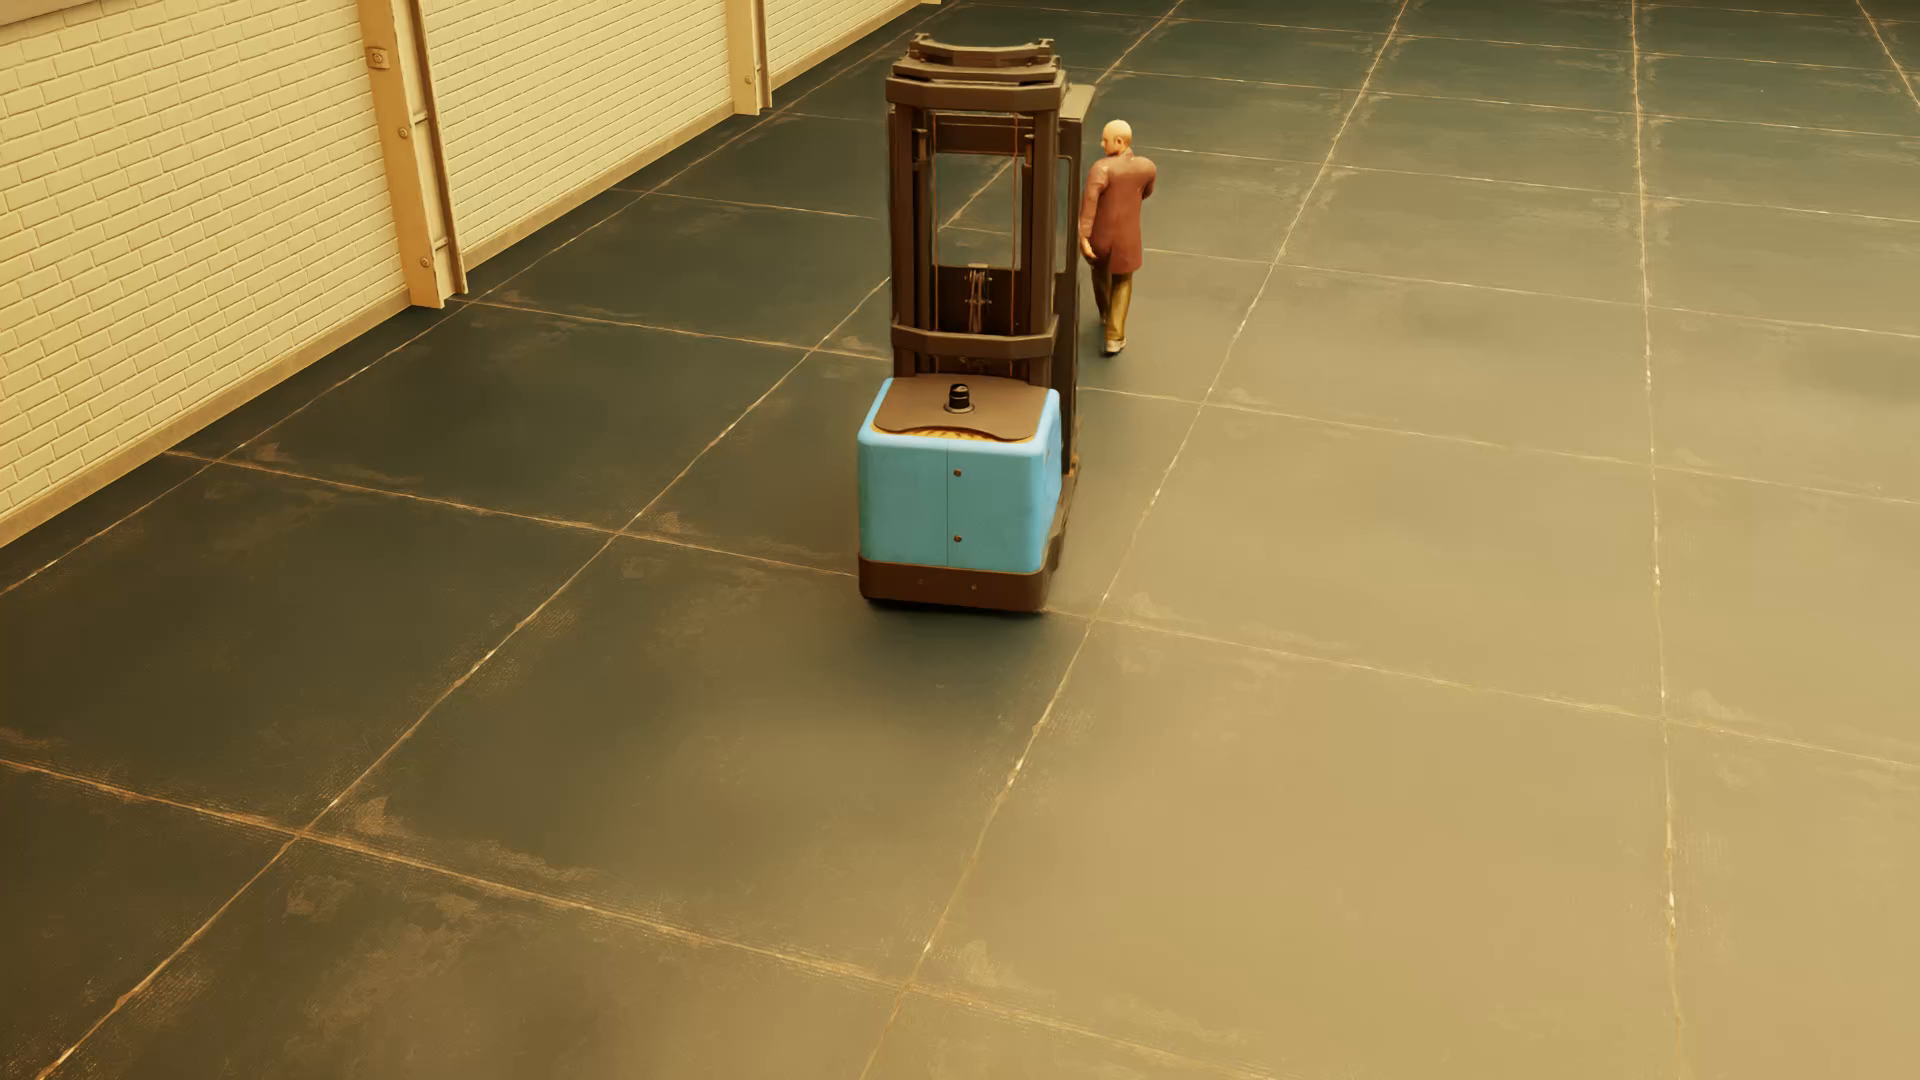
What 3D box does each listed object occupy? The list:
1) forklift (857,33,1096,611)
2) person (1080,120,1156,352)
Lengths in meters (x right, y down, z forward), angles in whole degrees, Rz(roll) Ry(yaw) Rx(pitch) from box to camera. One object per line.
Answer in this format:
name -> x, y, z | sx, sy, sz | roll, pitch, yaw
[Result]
forklift -> 0.185, -1.587, 9.921 | 1.130, 2.935, 3.031 | 5, 30, 8
person -> 1.136, -2.289, 12.429 | 0.613, 1.727, 1.010 | 0, 30, 0
